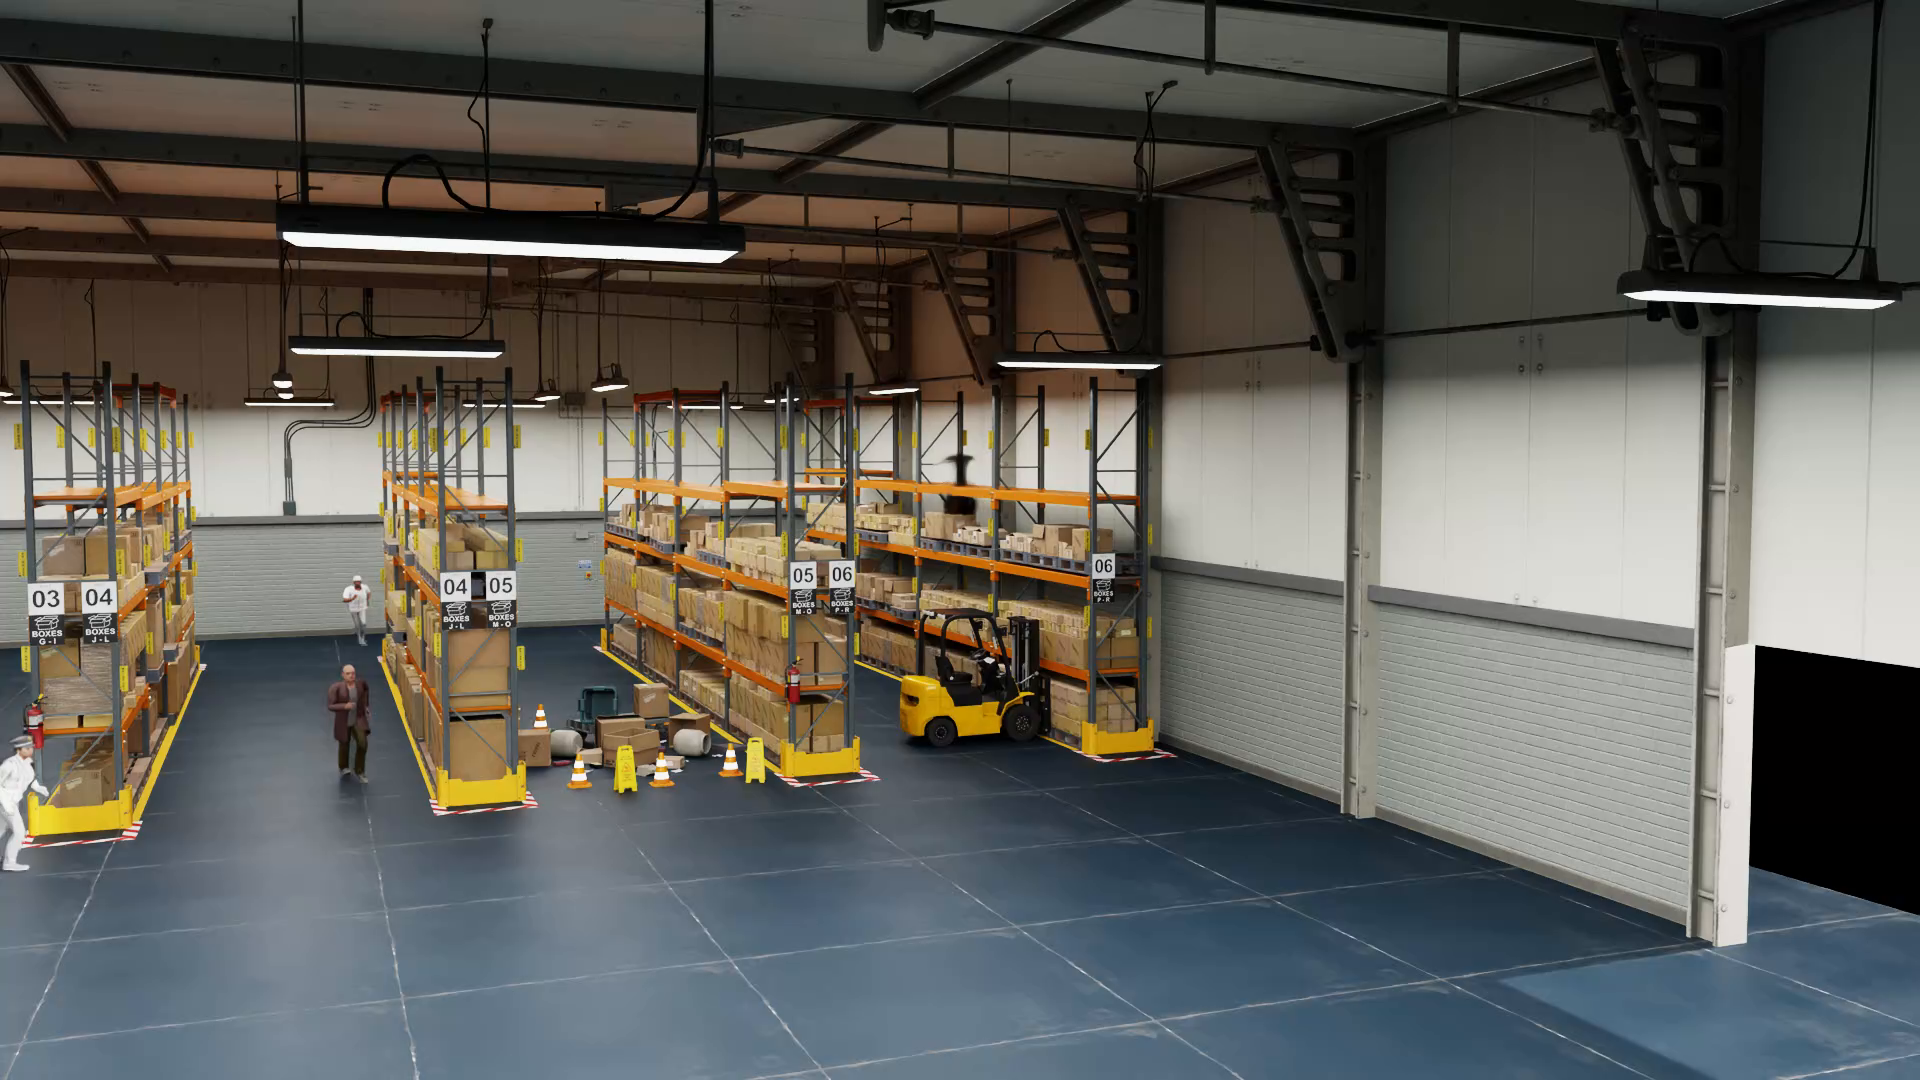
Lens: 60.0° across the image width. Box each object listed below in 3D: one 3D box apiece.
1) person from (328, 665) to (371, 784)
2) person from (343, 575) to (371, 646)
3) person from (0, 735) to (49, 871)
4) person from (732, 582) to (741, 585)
[{"bbox_3d":[-8.904,2.662,24.232,0.626,1.734,1.055,-2,4,-28],"label":"person"},{"bbox_3d":[-14.664,1.705,40.458,0.646,1.725,0.850,-1,4,-21],"label":"person"},{"bbox_3d":[-11.076,3.050,19.338,0.852,1.597,0.641,-1,3,-10],"label":"person"},{"bbox_3d":[-5.179,1.808,39.692,0.609,1.639,0.604,1,4,18],"label":"person"}]
